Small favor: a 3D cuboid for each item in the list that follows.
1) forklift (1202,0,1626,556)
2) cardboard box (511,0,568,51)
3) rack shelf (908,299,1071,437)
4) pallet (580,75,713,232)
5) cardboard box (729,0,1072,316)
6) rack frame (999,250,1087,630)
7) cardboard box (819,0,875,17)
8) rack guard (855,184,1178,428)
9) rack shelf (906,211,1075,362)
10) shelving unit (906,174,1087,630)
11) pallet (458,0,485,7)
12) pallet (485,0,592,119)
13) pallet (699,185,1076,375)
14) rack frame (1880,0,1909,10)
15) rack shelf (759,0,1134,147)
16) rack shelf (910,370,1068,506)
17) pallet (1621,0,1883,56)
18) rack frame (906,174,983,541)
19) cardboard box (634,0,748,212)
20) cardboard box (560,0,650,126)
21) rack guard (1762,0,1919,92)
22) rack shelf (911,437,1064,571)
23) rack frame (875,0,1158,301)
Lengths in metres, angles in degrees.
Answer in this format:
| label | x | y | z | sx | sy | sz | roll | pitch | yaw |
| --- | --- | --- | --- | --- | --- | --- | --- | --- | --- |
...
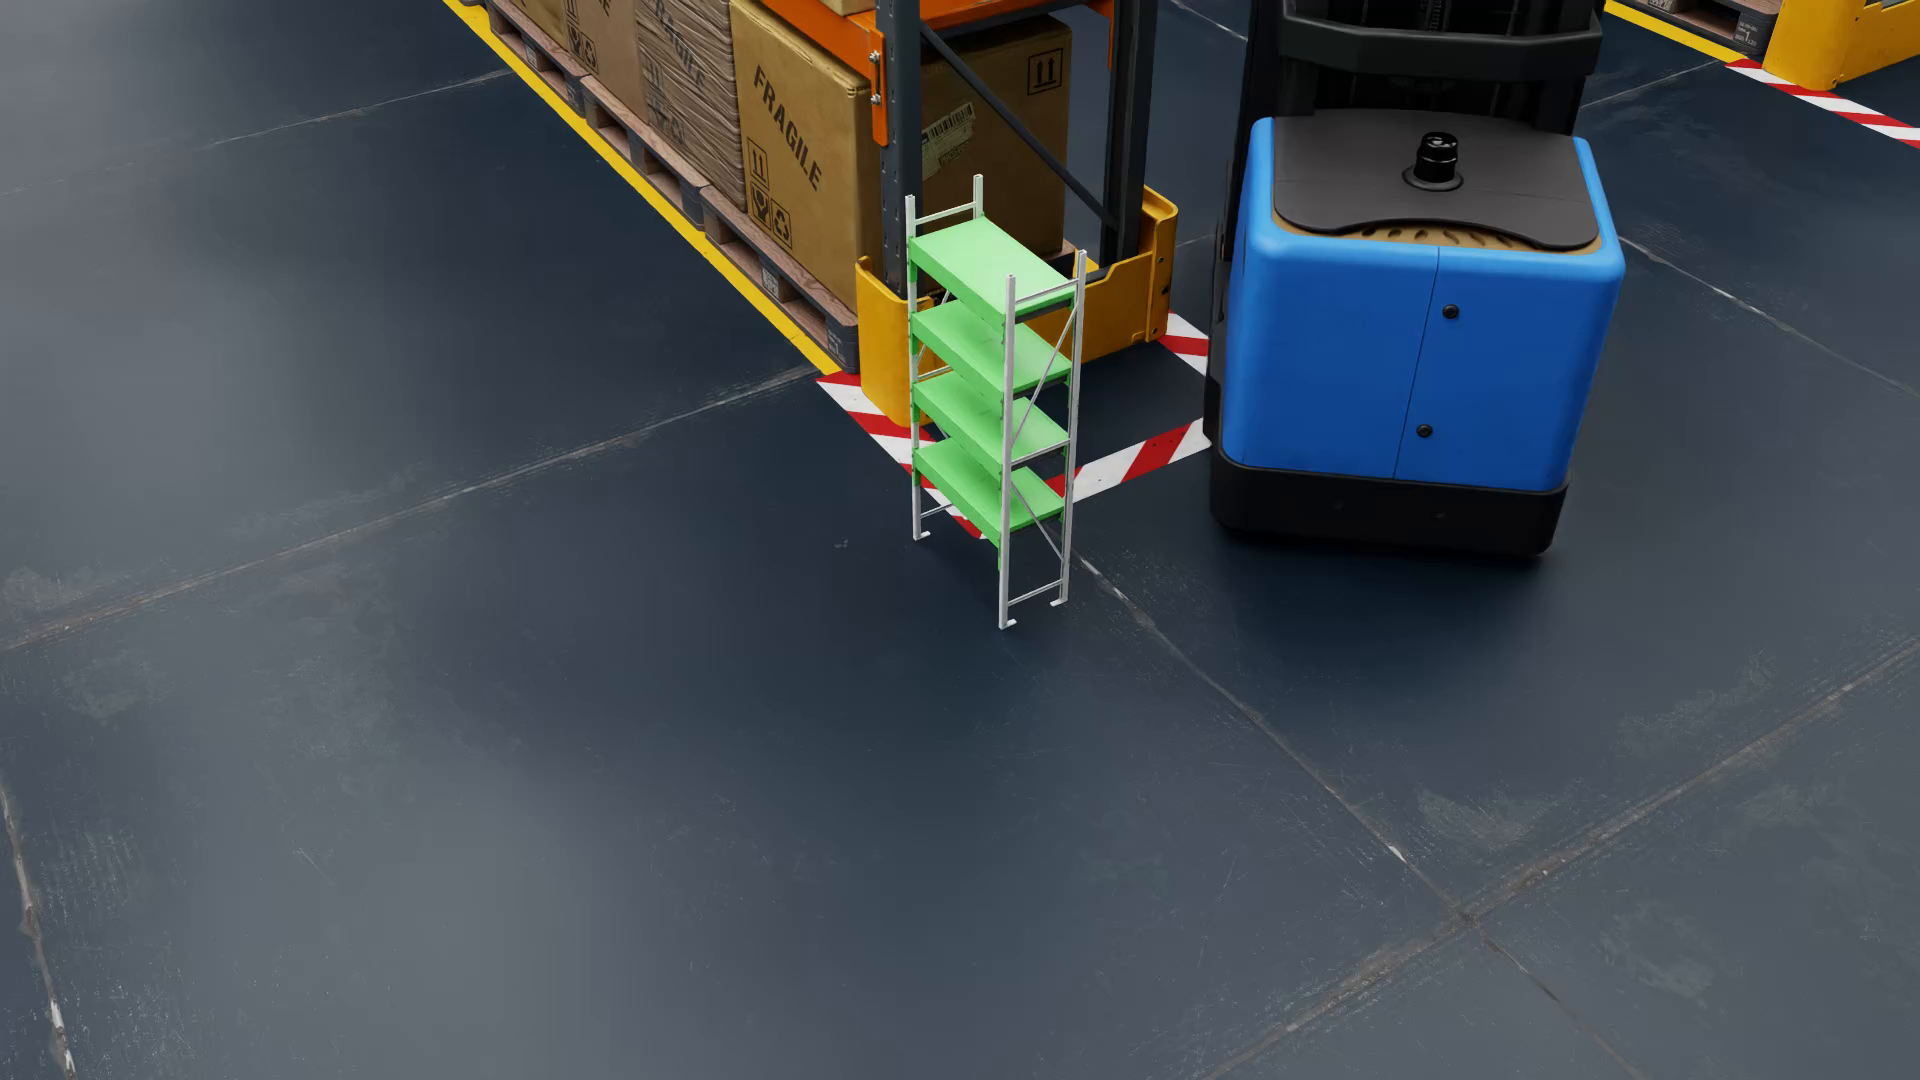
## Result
| label | x | y | z | sx | sy | sz | roll | pitch | yaw |
| --- | --- | --- | --- | --- | --- | --- | --- | --- | --- |
| forklift | 1.519 | -2.020 | 5.385 | 1.130 | 2.935 | 3.031 | 5 | 40 | 6 |
| cardboard box | -1.667 | -2.947 | 7.775 | 0.875 | 0.875 | 0.875 | -22 | 45 | -24 |
| rack shelf | 0.089 | -0.507 | 4.646 | 0.258 | 0.148 | 0.480 | -22 | 45 | -24 |
| pallet | -0.951 | -1.818 | 7.267 | 1.003 | 0.211 | 1.213 | -22 | 45 | -24 |
| cardboard box | -0.215 | -1.490 | 6.027 | 0.875 | 0.875 | 0.875 | -22 | 45 | -24 |
| rack frame | 0.220 | -0.240 | 4.601 | 0.240 | 1.200 | 0.015 | -22 | 45 | -24 |
| cardboard box | -0.272 | -1.809 | 5.274 | 0.380 | 0.149 | 0.250 | -21 | 44 | -24 |
| rack guard | 0.210 | -0.854 | 5.884 | 1.175 | 0.500 | 0.348 | -22 | 45 | -24 |
| rack shelf | 0.089 | -0.691 | 4.492 | 0.258 | 0.148 | 0.480 | -22 | 45 | -24 |
| shelving unit | 0.089 | -0.372 | 4.759 | 0.258 | 1.200 | 0.503 | -22 | 45 | -24 |
| pallet | -2.433 | -3.305 | 9.052 | 1.003 | 0.211 | 1.213 | -22 | 45 | -24 |
| pallet | -1.611 | -2.477 | 8.058 | 1.003 | 0.211 | 1.213 | -22 | 45 | -24 |
| pallet | -0.299 | -1.160 | 6.478 | 1.003 | 0.211 | 1.213 | -22 | 45 | -24 |
| rack frame | 4.373 | -3.532 | 7.145 | 1.000 | 3.000 | 0.127 | -22 | 45 | -24 |
| rack shelf | -0.879 | -2.630 | 6.625 | 1.077 | 0.370 | 4.000 | -22 | 45 | -24 |
| rack shelf | 0.089 | -0.322 | 4.799 | 0.258 | 0.148 | 0.480 | -22 | 45 | -24 |
| pallet | 3.962 | -2.919 | 8.588 | 1.003 | 0.211 | 1.213 | -22 | 45 | -24 |
| rack frame | -0.042 | -0.503 | 4.917 | 0.240 | 1.200 | 0.015 | -22 | 45 | -24 |
| cardboard box | -0.704 | -1.981 | 6.616 | 0.875 | 0.875 | 0.875 | -22 | 45 | -24 |
| cardboard box | -1.183 | -2.462 | 7.193 | 0.875 | 0.875 | 0.875 | -22 | 45 | -24 |
| rack guard | 4.397 | -2.563 | 7.935 | 1.175 | 0.500 | 0.348 | -22 | 45 | -24 |
| rack shelf | 0.089 | -0.138 | 4.953 | 0.258 | 0.148 | 0.480 | -22 | 45 | -24 |
| rack frame | 0.197 | -1.827 | 5.099 | 1.000 | 3.000 | 0.127 | -22 | 45 | -24 |
